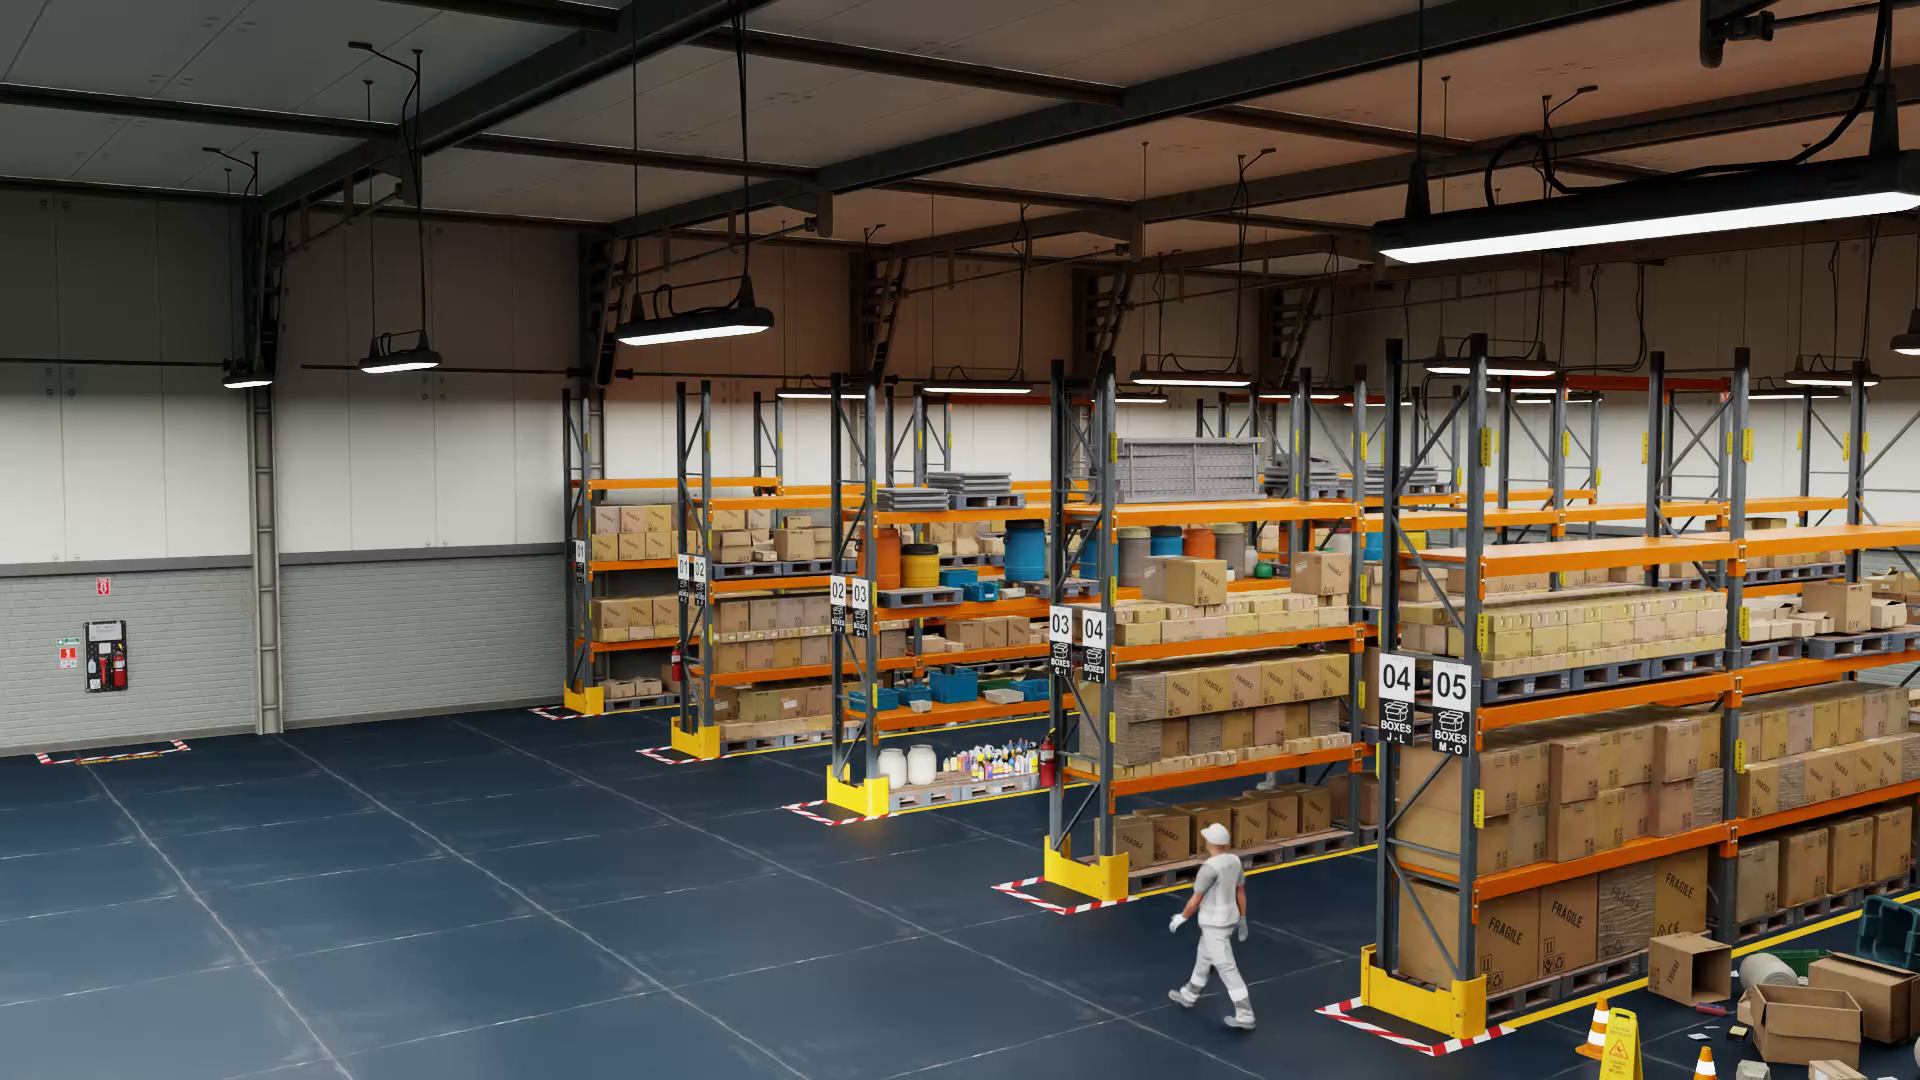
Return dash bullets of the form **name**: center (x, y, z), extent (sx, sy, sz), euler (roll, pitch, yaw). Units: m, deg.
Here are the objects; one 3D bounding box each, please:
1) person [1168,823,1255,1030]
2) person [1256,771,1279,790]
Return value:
- **person**: center (2.163, 3.331, 14.571), extent (0.984, 1.734, 0.532), euler (3, 5, 36)
- **person**: center (4.494, 2.744, 24.108), extent (0.483, 1.764, 0.607), euler (1, 4, 13)
